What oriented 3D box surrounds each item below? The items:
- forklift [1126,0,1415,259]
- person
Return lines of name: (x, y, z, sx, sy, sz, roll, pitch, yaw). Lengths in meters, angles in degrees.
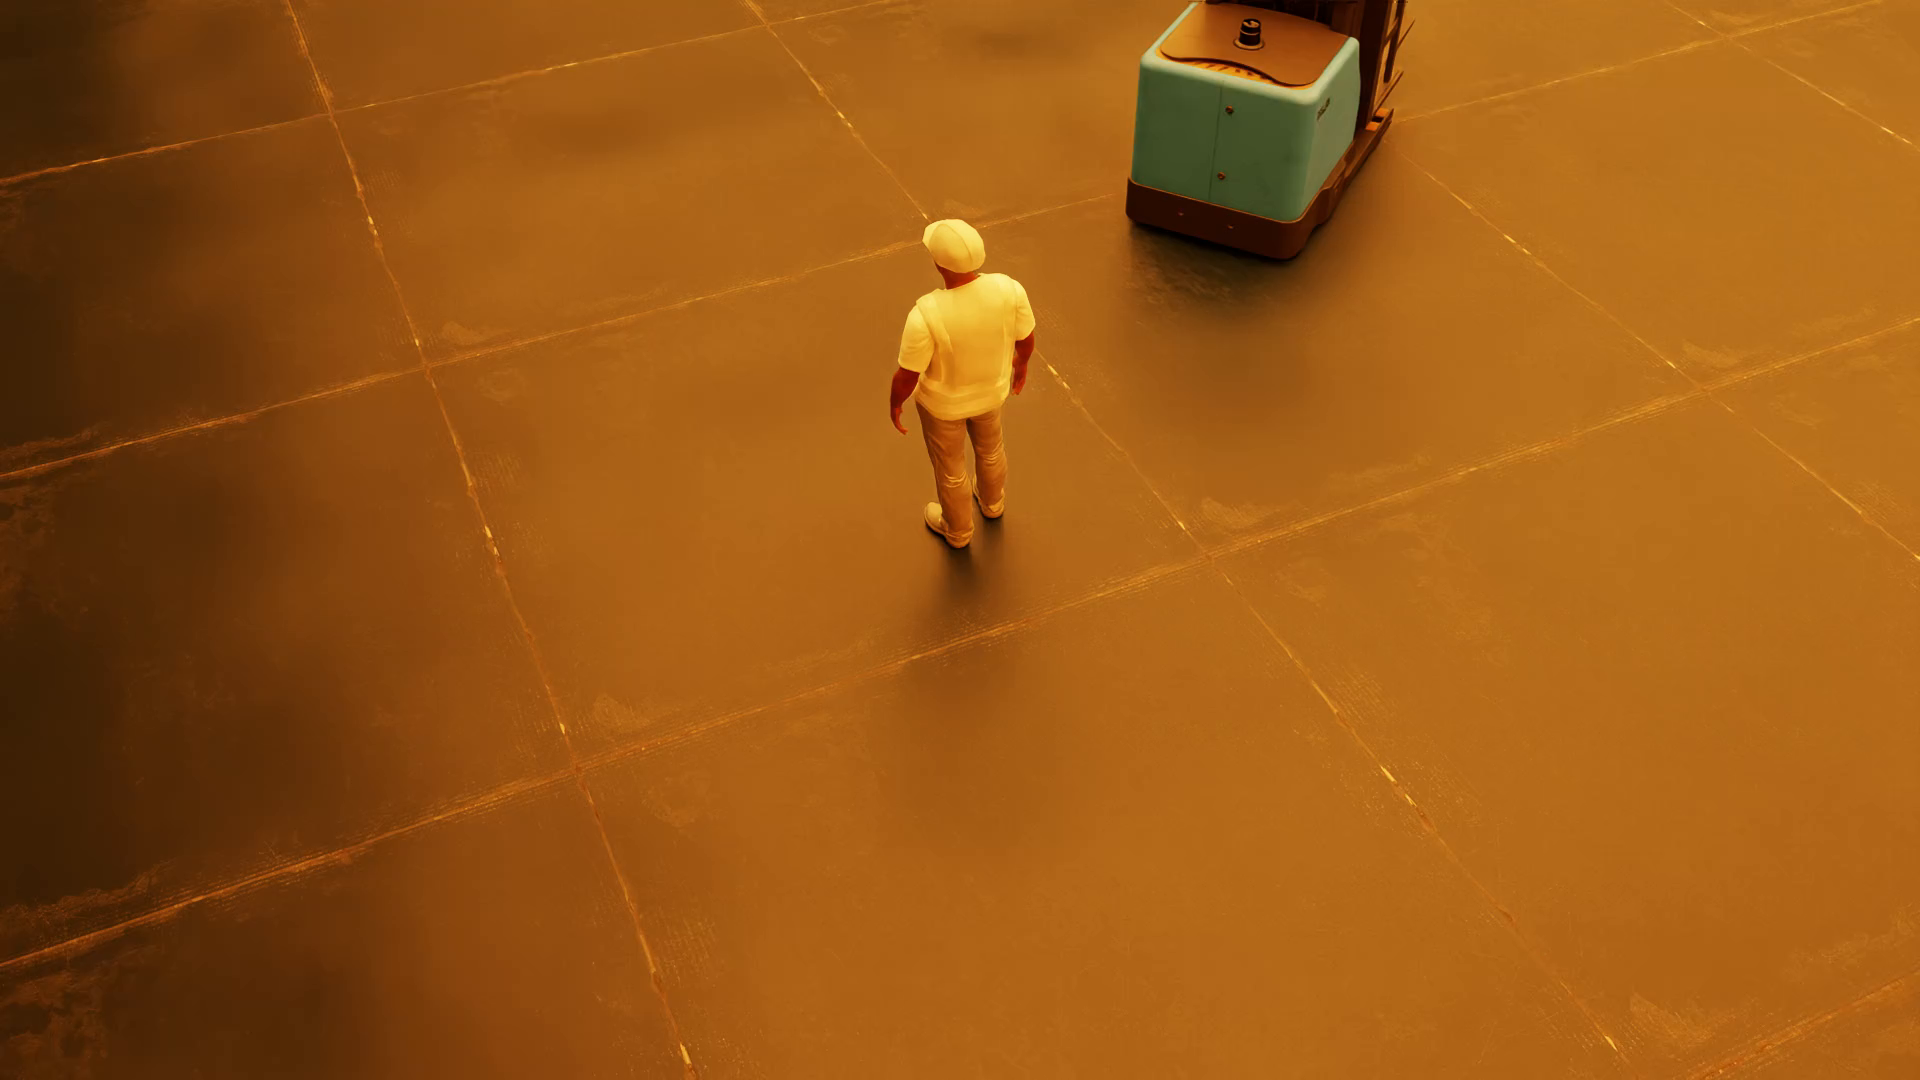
forklift: (2.101, -3.666, 9.609, 1.130, 2.935, 3.031, 20, 46, 20)
person: (-0.024, -0.694, 7.271, 0.665, 1.762, 0.575, -18, 46, -18)
